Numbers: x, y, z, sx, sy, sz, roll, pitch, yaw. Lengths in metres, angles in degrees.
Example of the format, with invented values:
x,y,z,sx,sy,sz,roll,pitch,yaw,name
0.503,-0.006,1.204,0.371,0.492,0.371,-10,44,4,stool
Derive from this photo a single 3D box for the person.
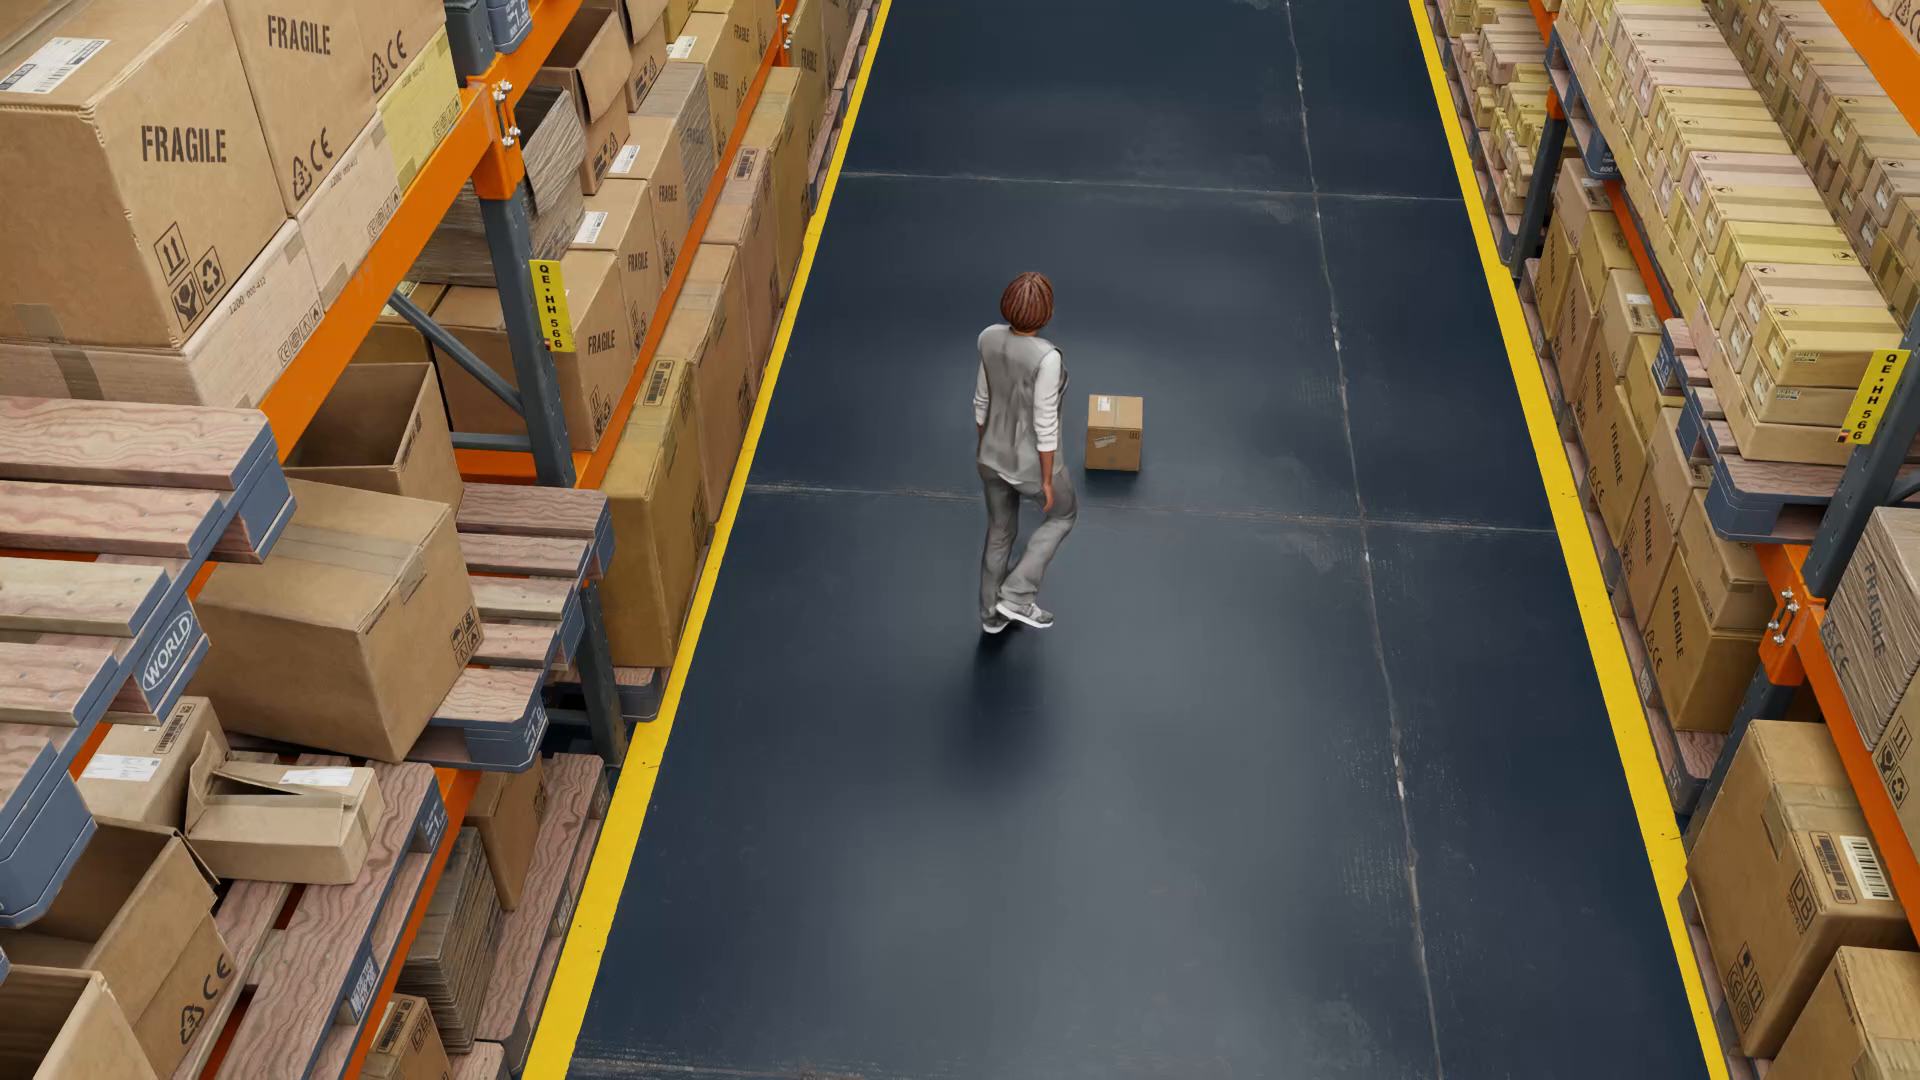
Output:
x,y,z,sx,sy,sz,roll,pitch,yaw,name
0.229,-0.319,6.515,0.445,1.585,0.453,27,47,28,person
